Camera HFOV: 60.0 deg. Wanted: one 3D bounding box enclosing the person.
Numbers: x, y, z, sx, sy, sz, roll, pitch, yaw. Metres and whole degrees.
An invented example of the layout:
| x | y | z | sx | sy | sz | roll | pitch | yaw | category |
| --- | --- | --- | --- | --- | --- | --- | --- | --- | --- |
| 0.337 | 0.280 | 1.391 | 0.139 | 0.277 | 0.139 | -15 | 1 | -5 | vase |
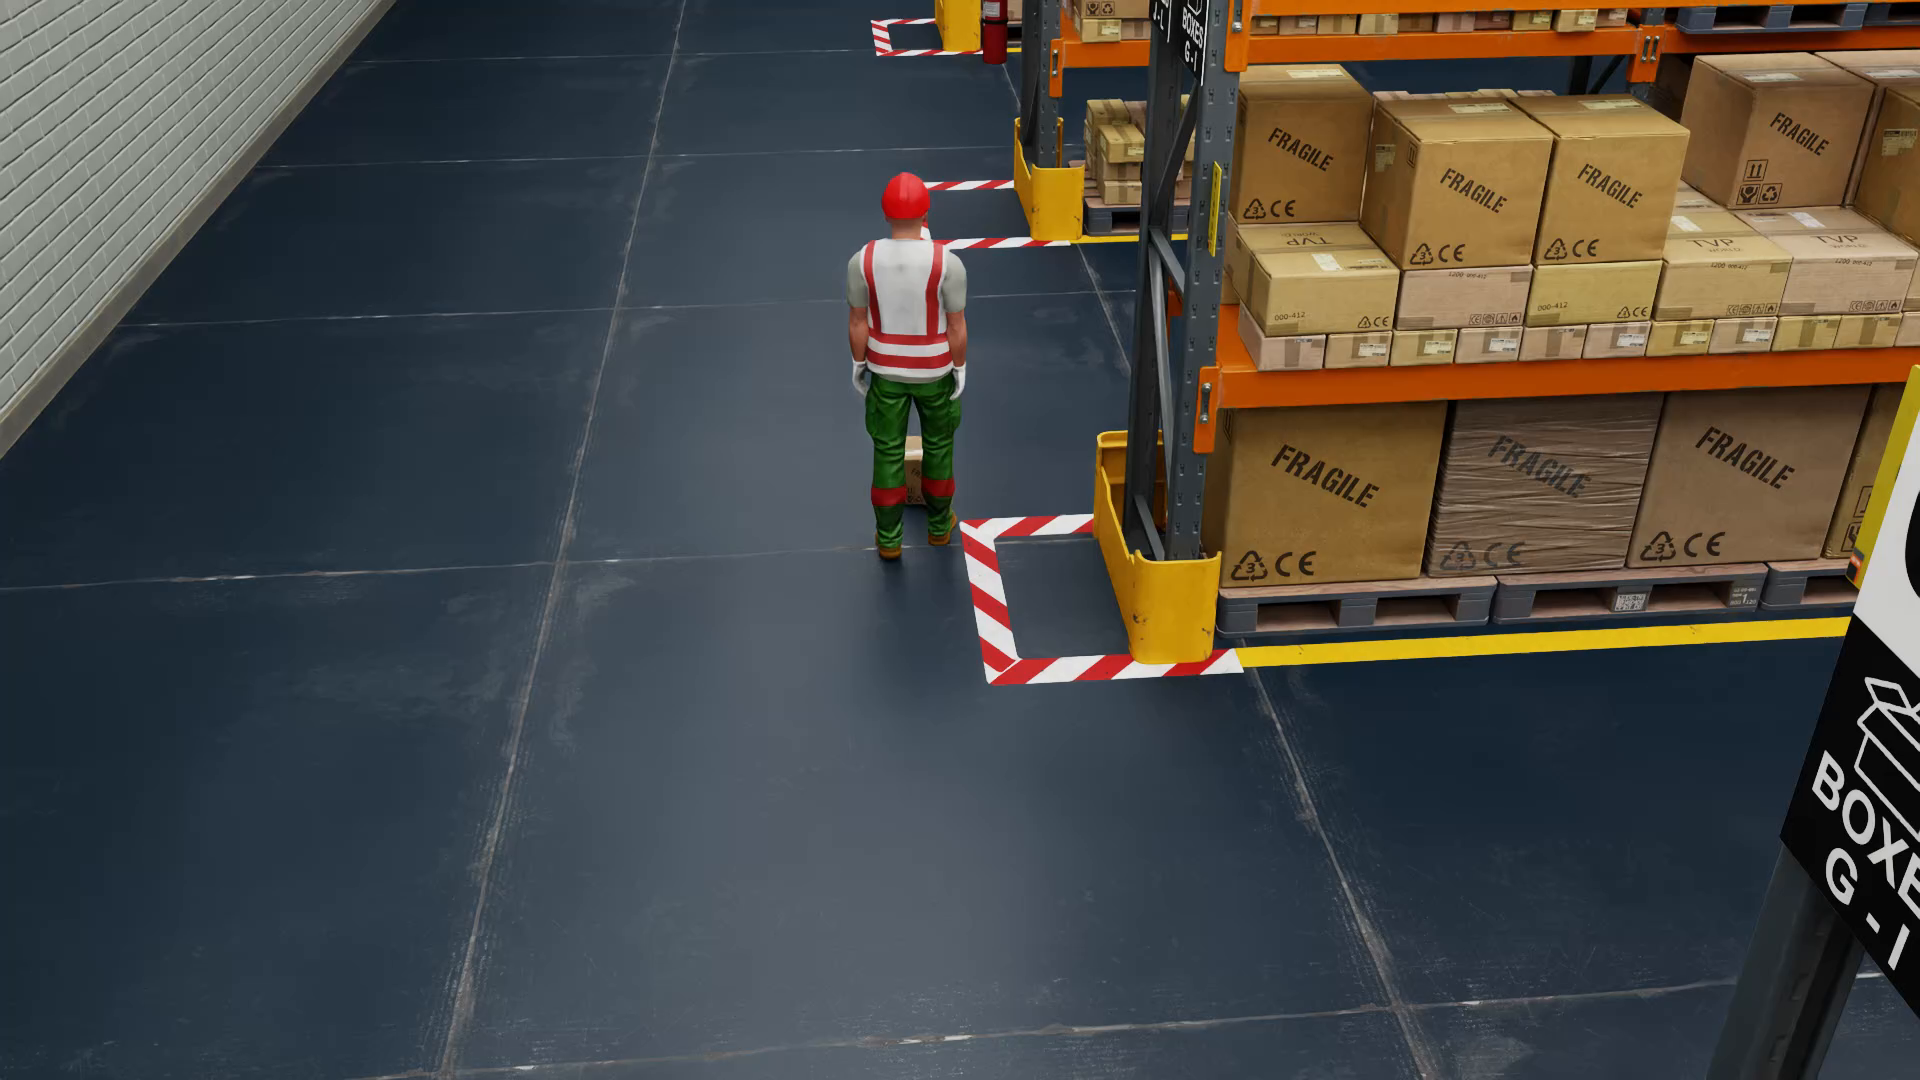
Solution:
| x | y | z | sx | sy | sz | roll | pitch | yaw | category |
| --- | --- | --- | --- | --- | --- | --- | --- | --- | --- |
| -0.220 | -0.775 | 7.412 | 0.524 | 1.796 | 0.457 | 4 | 31 | 6 | person |
